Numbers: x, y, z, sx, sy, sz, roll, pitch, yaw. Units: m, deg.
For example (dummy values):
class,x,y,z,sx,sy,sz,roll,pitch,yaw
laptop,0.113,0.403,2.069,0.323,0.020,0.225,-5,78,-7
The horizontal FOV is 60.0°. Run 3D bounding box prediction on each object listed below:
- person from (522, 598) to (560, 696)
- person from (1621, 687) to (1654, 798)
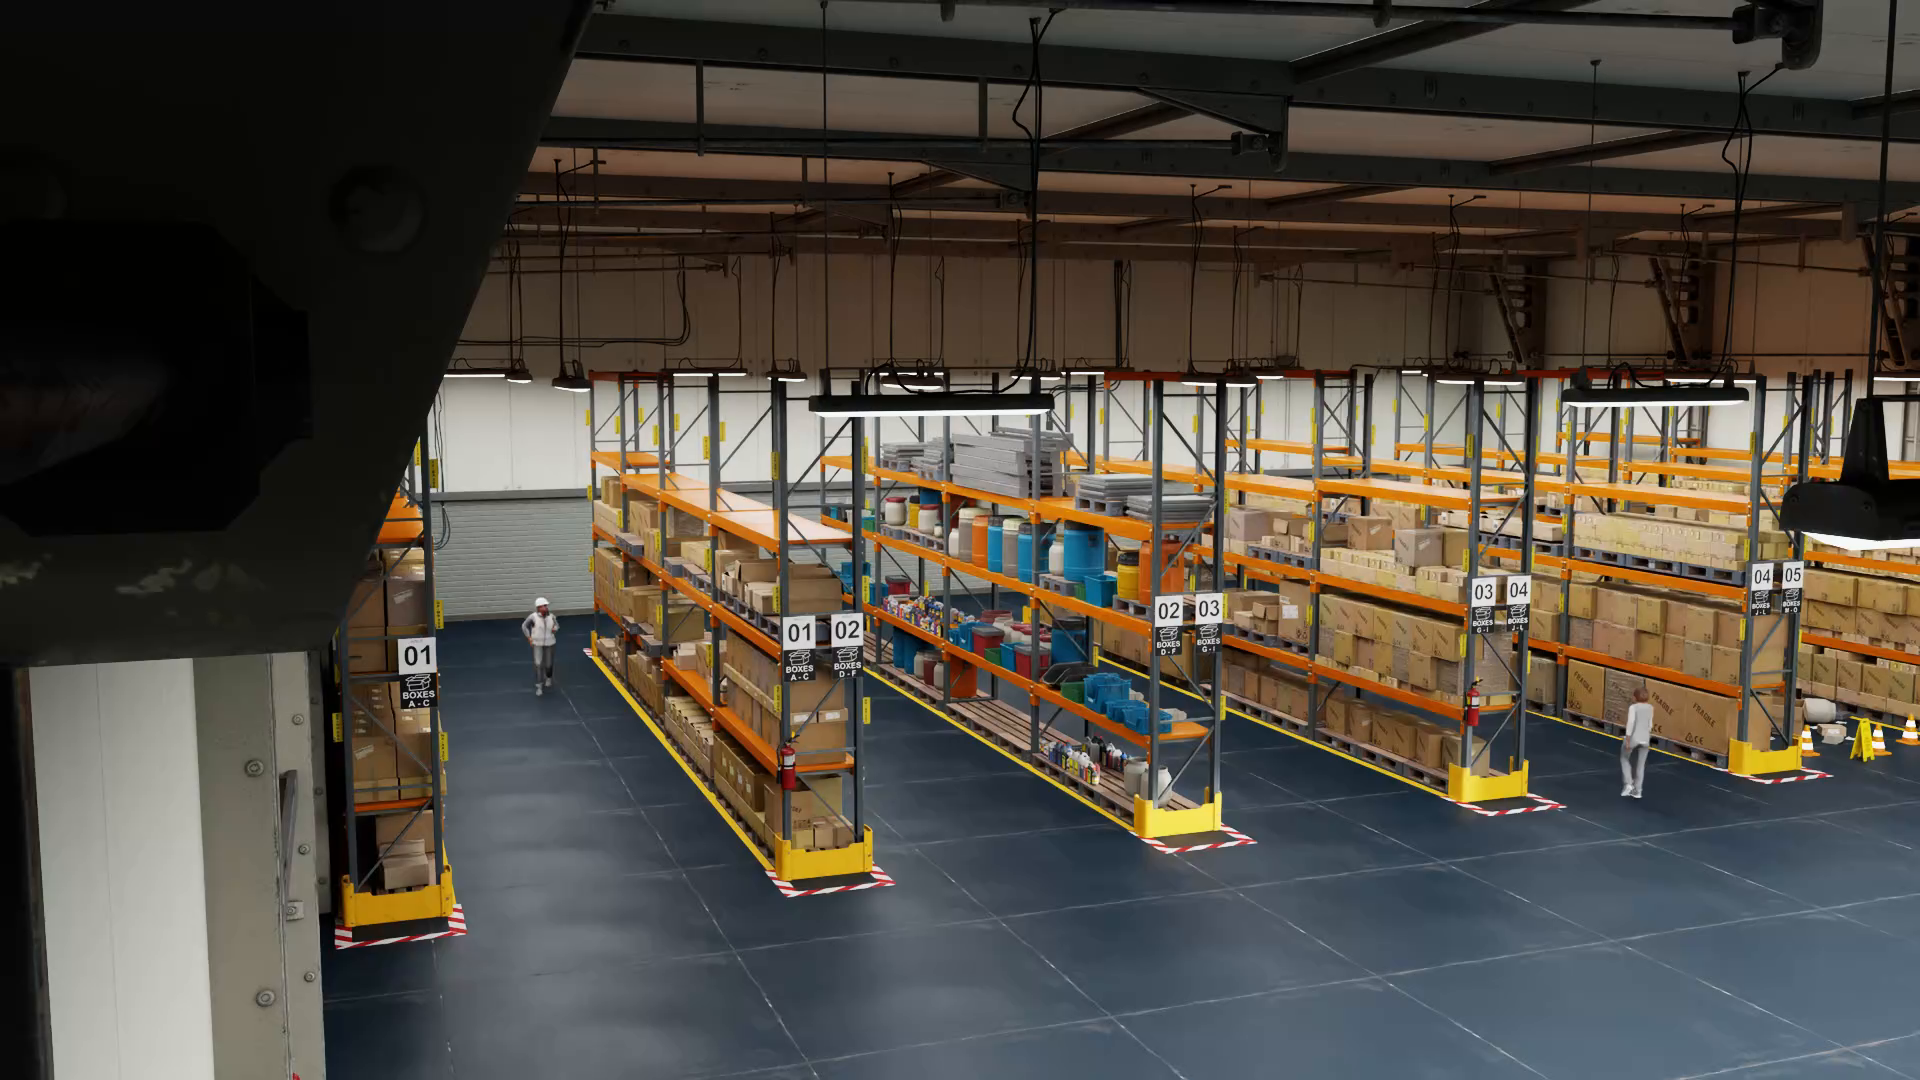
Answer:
class,x,y,z,sx,sy,sz,roll,pitch,yaw
person,-7.857,1.978,31.212,0.689,1.816,0.829,-2,7,-15
person,9.676,2.885,23.736,0.397,1.610,0.414,1,7,12
